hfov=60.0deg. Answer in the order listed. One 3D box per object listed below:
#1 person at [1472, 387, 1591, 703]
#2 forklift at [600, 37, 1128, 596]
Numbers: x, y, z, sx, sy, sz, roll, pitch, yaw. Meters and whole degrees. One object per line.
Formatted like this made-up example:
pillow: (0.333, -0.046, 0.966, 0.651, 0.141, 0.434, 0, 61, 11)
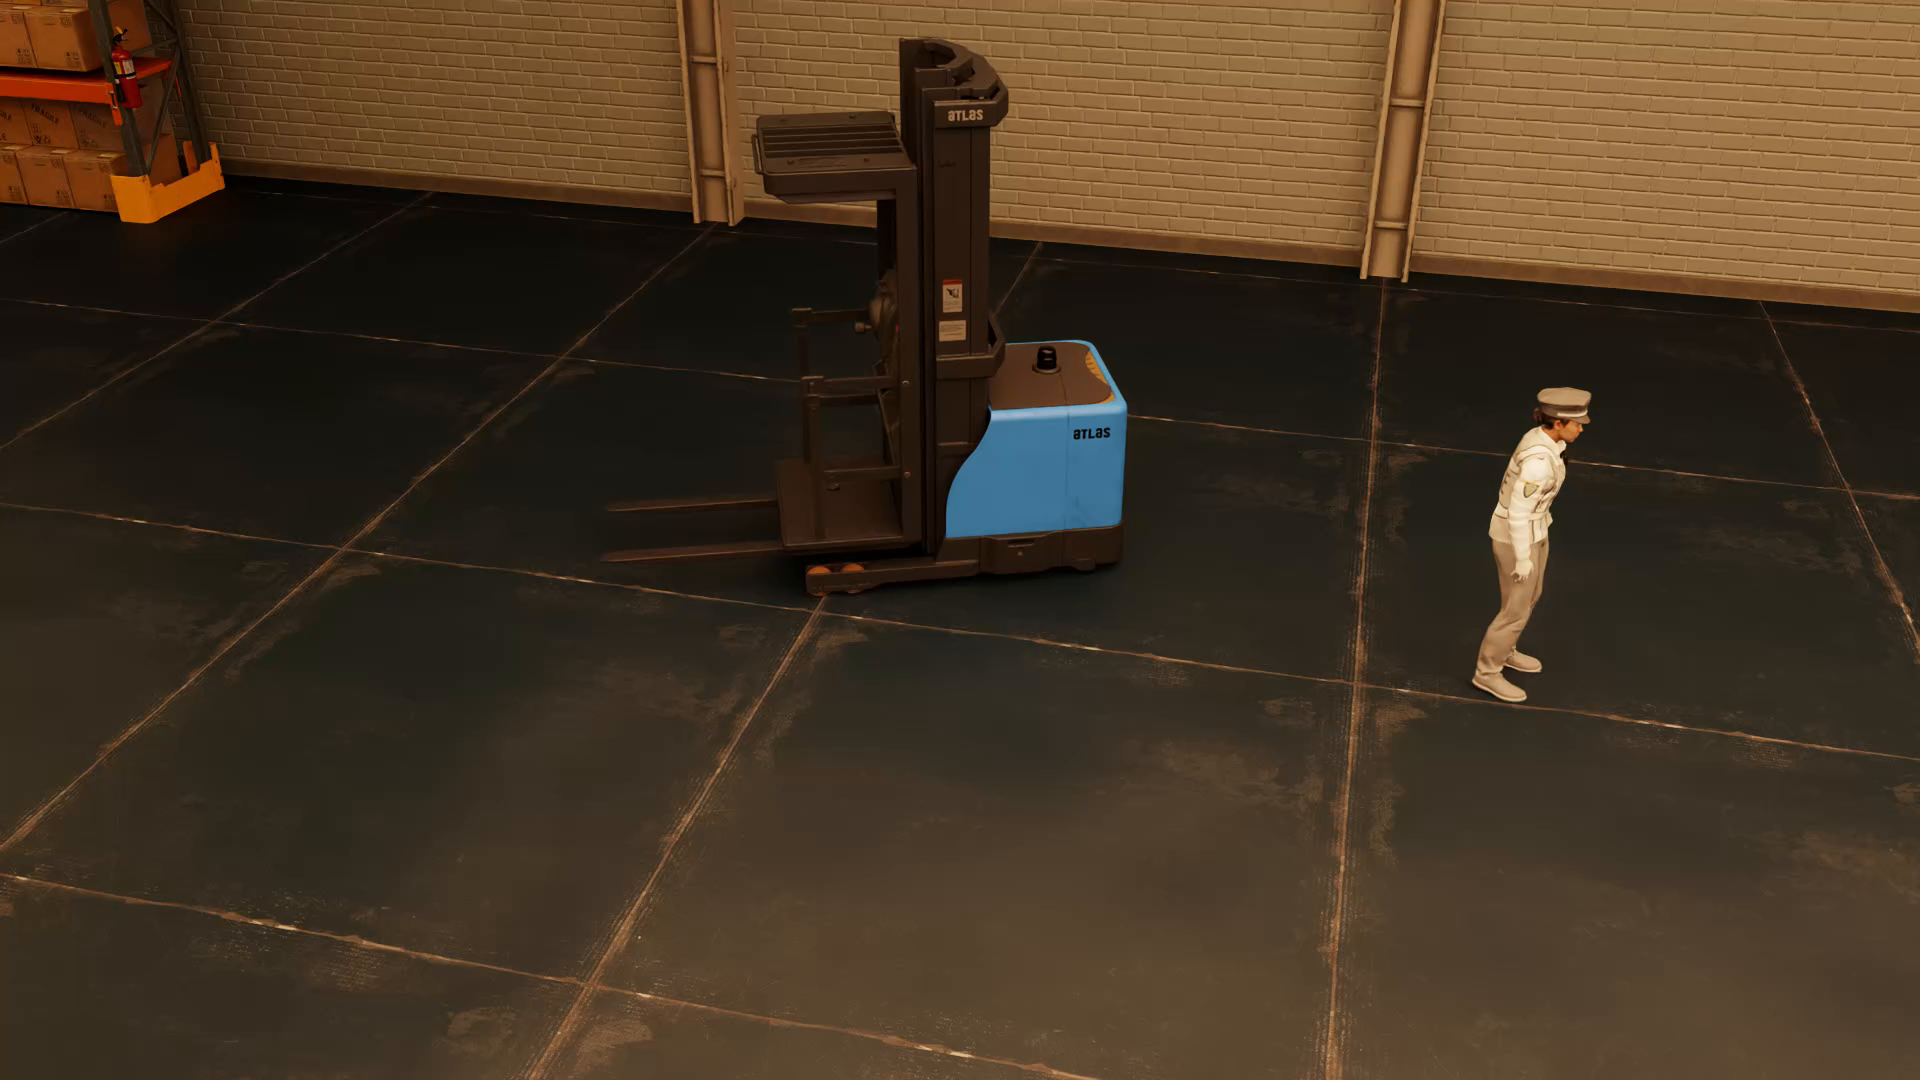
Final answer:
person: (2.883, 0.000, 8.464, 0.371, 1.665, 0.531, 14, 32, 23)
forklift: (-0.602, -1.232, 9.345, 3.031, 2.935, 1.130, -4, 30, -7)
